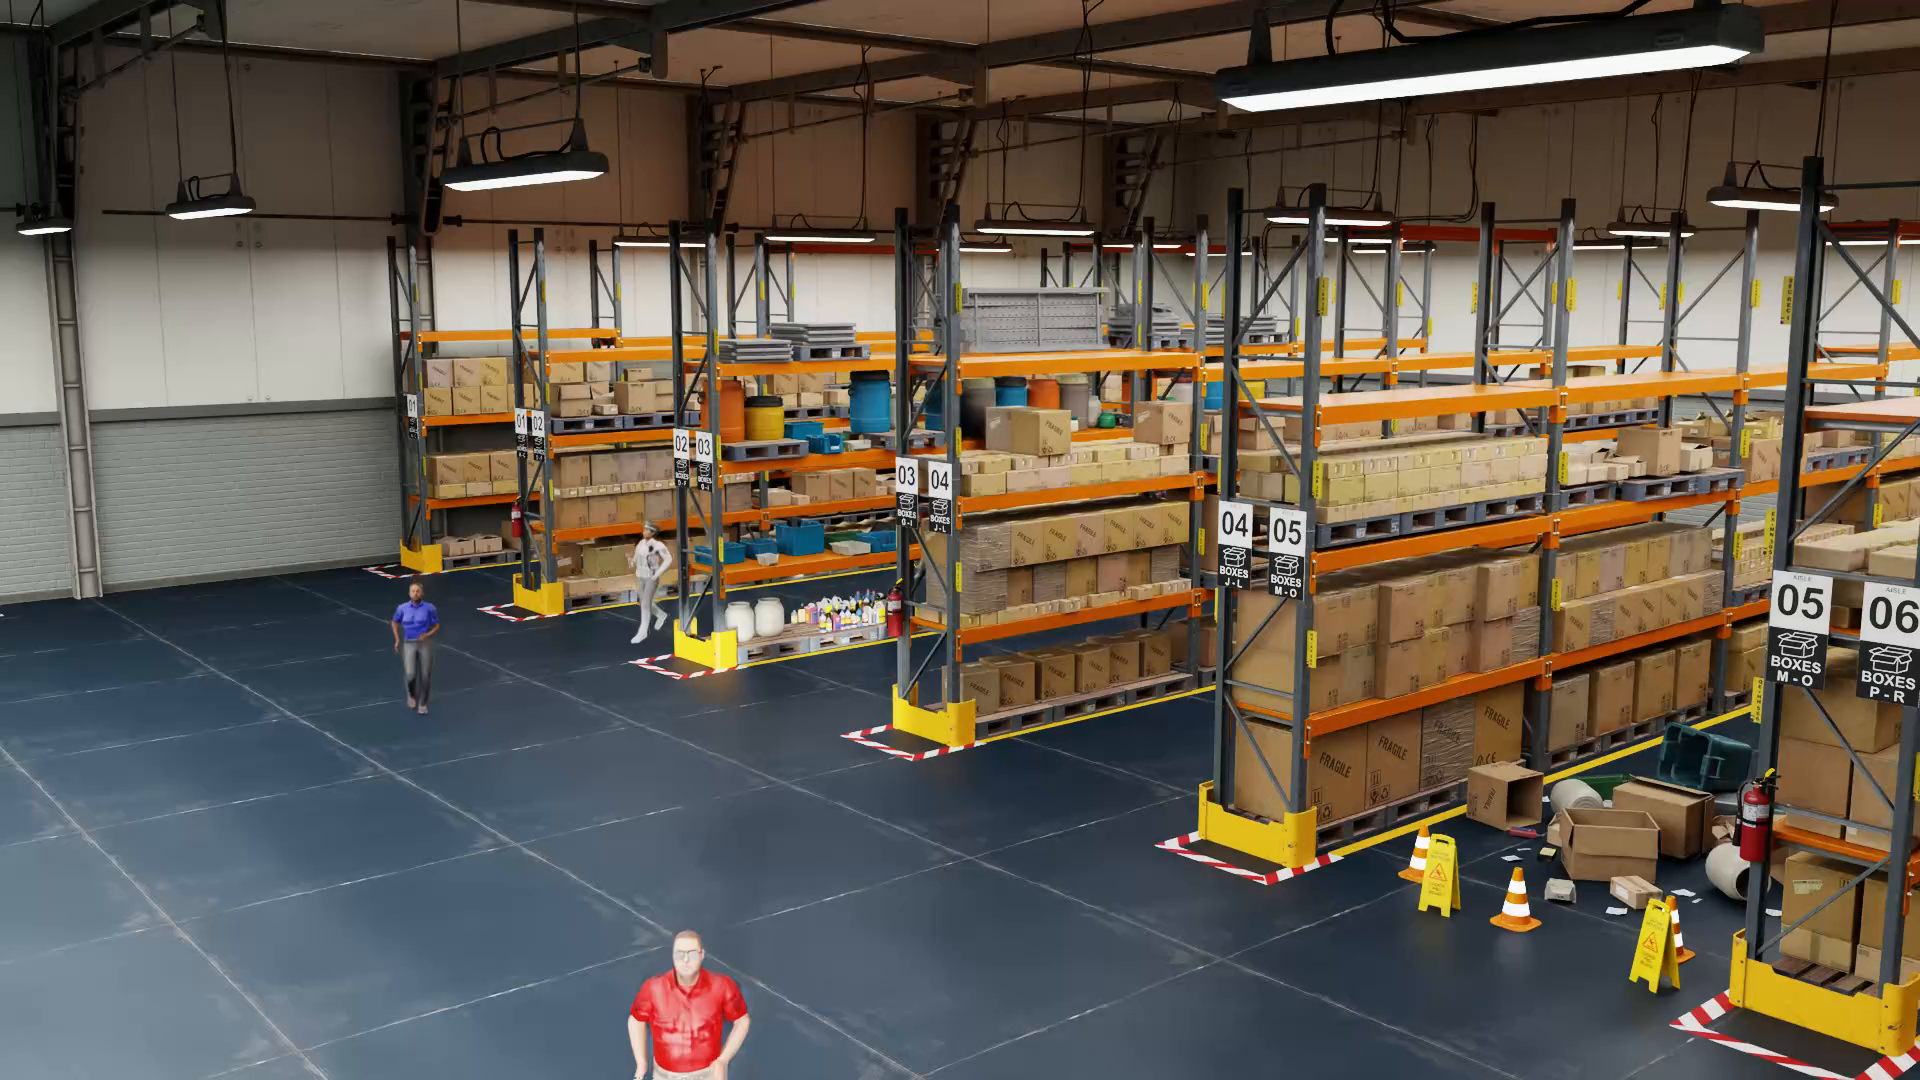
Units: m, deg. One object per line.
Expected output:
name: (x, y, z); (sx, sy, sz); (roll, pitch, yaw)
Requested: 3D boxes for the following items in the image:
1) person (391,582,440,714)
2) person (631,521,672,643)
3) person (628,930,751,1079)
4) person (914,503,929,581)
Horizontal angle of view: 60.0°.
person: (-6.511, 1.313, 19.931); (0.560, 1.615, 0.576); (-3, 9, -17)
person: (-4.479, 0.576, 23.947); (0.627, 1.710, 0.819); (6, 11, 35)
person: (-1.485, 2.958, 9.158); (0.670, 1.684, 0.599); (-1, 9, -6)
person: (-0.556, -0.147, 27.543); (0.735, 1.587, 0.493); (-8, 12, -44)
